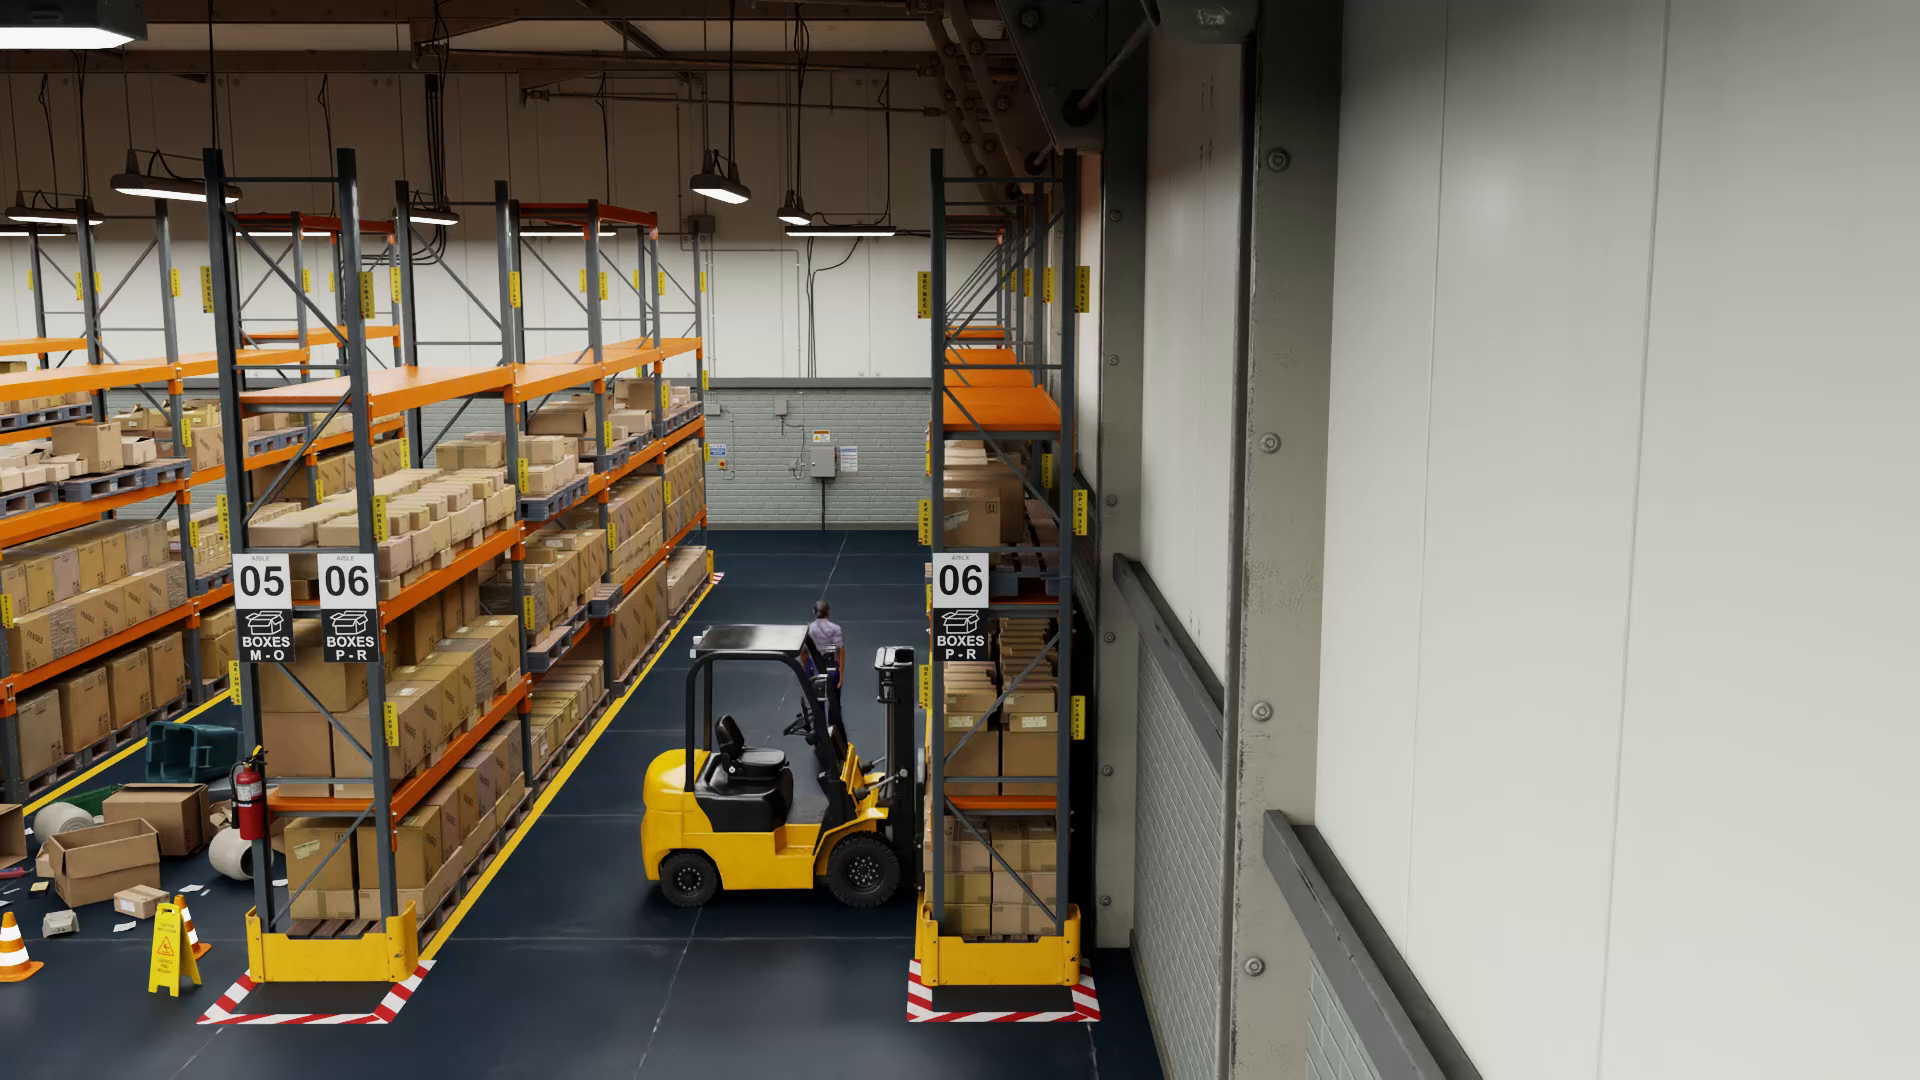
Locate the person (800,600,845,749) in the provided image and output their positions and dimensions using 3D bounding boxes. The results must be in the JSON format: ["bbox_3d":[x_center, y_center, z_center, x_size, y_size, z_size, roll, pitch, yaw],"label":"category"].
[{"bbox_3d":[-1.510,1.466,18.147,0.470,1.666,0.744,-2,9,-11],"label":"person"}]
